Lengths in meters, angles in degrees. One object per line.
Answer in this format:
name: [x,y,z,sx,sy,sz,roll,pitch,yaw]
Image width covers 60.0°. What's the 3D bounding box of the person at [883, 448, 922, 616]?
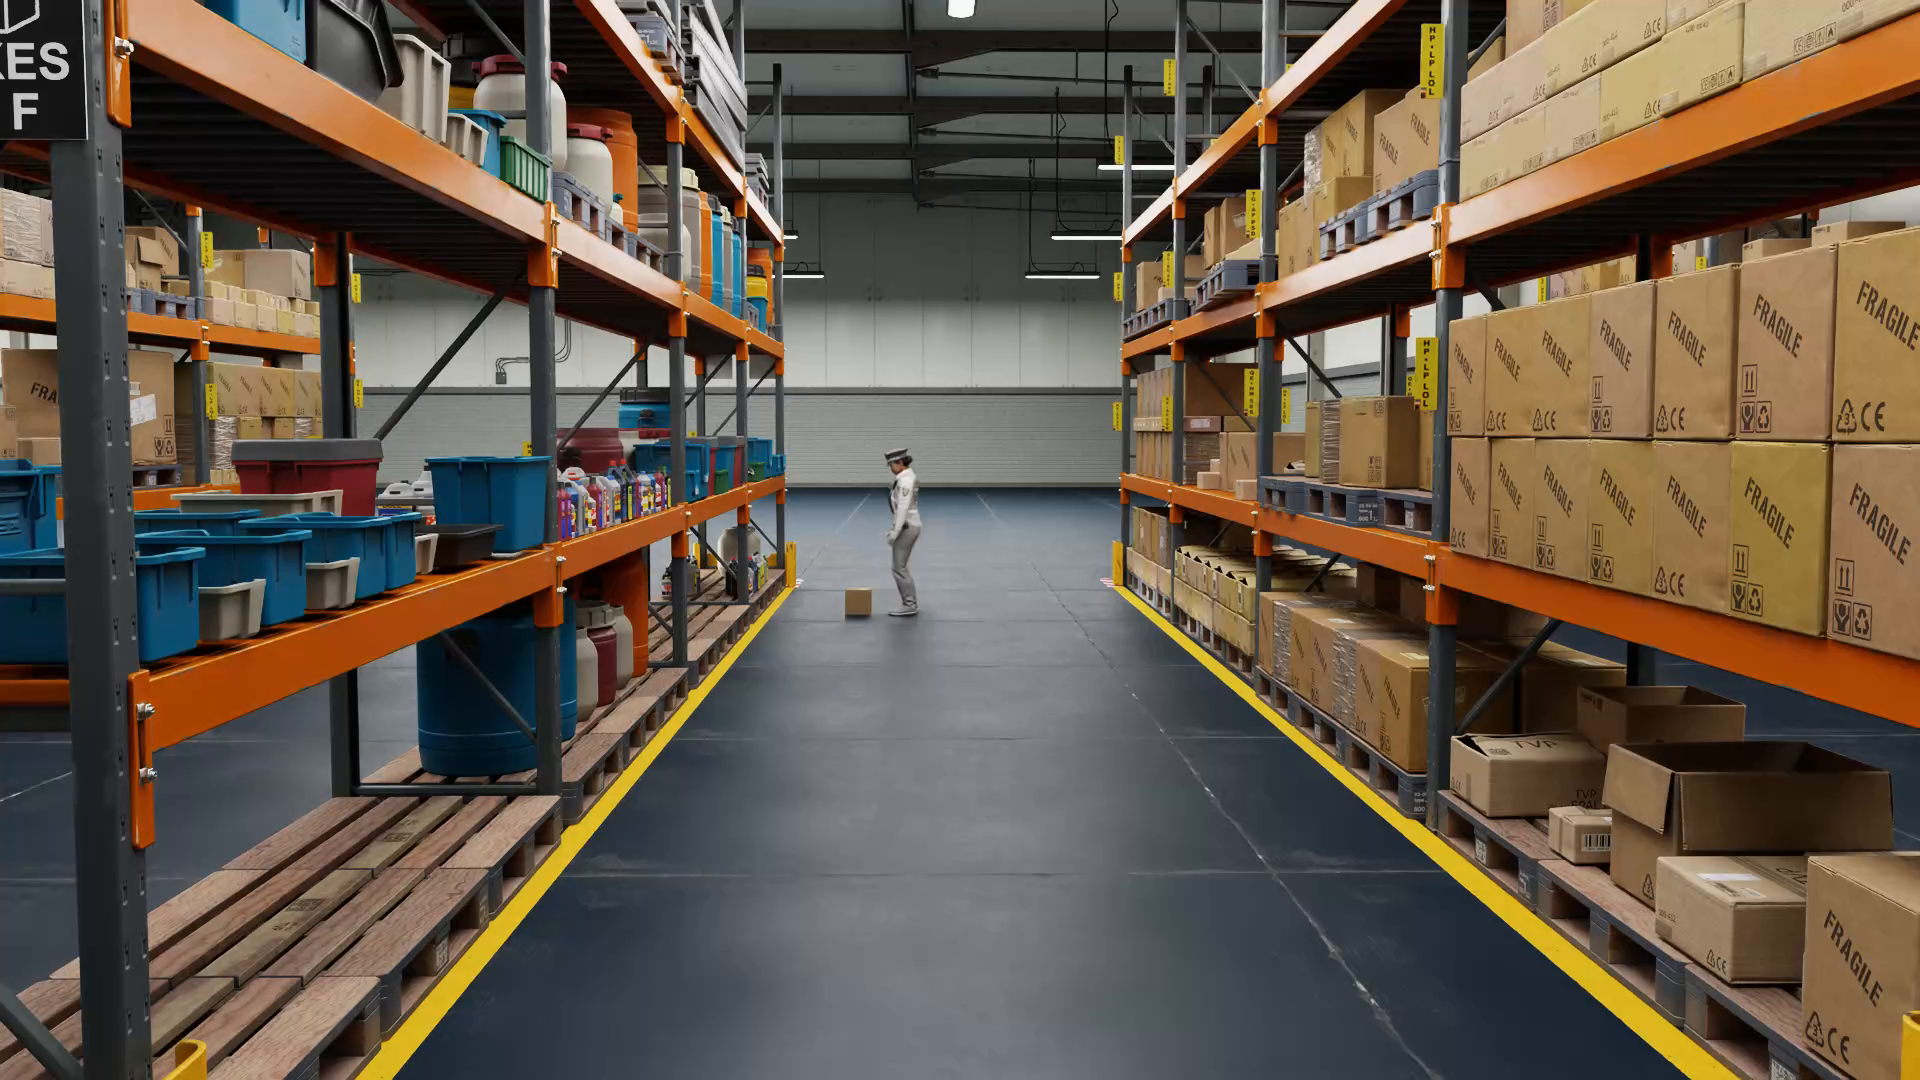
person: [-0.562,-0.082,16.392,0.381,1.652,0.485,0,4,0]
